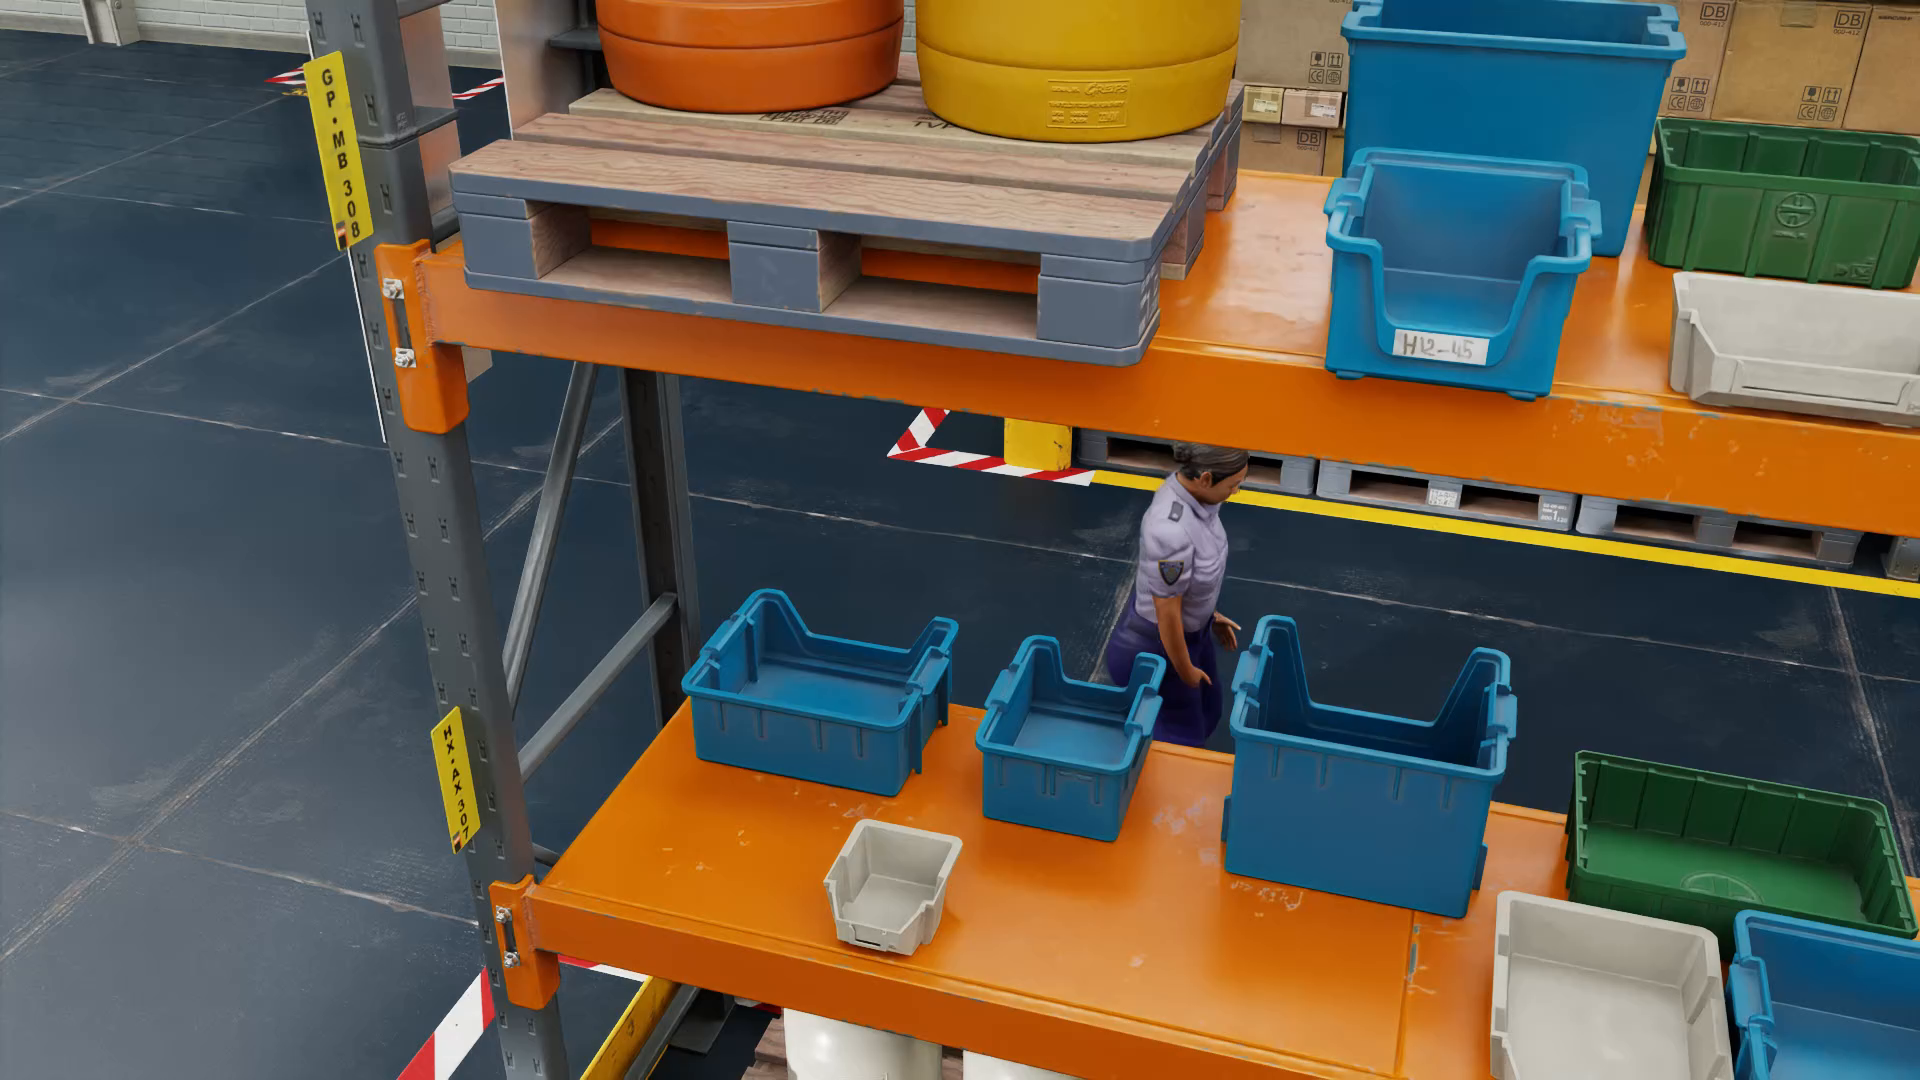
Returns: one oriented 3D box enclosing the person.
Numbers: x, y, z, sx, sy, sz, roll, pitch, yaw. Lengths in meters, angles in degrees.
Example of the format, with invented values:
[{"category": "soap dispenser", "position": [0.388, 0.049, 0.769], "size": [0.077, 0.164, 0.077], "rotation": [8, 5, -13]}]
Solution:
[{"category": "person", "position": [0.866, 0.770, 5.725], "size": [0.878, 0.755, 0.509], "rotation": [8, 30, 14]}]
